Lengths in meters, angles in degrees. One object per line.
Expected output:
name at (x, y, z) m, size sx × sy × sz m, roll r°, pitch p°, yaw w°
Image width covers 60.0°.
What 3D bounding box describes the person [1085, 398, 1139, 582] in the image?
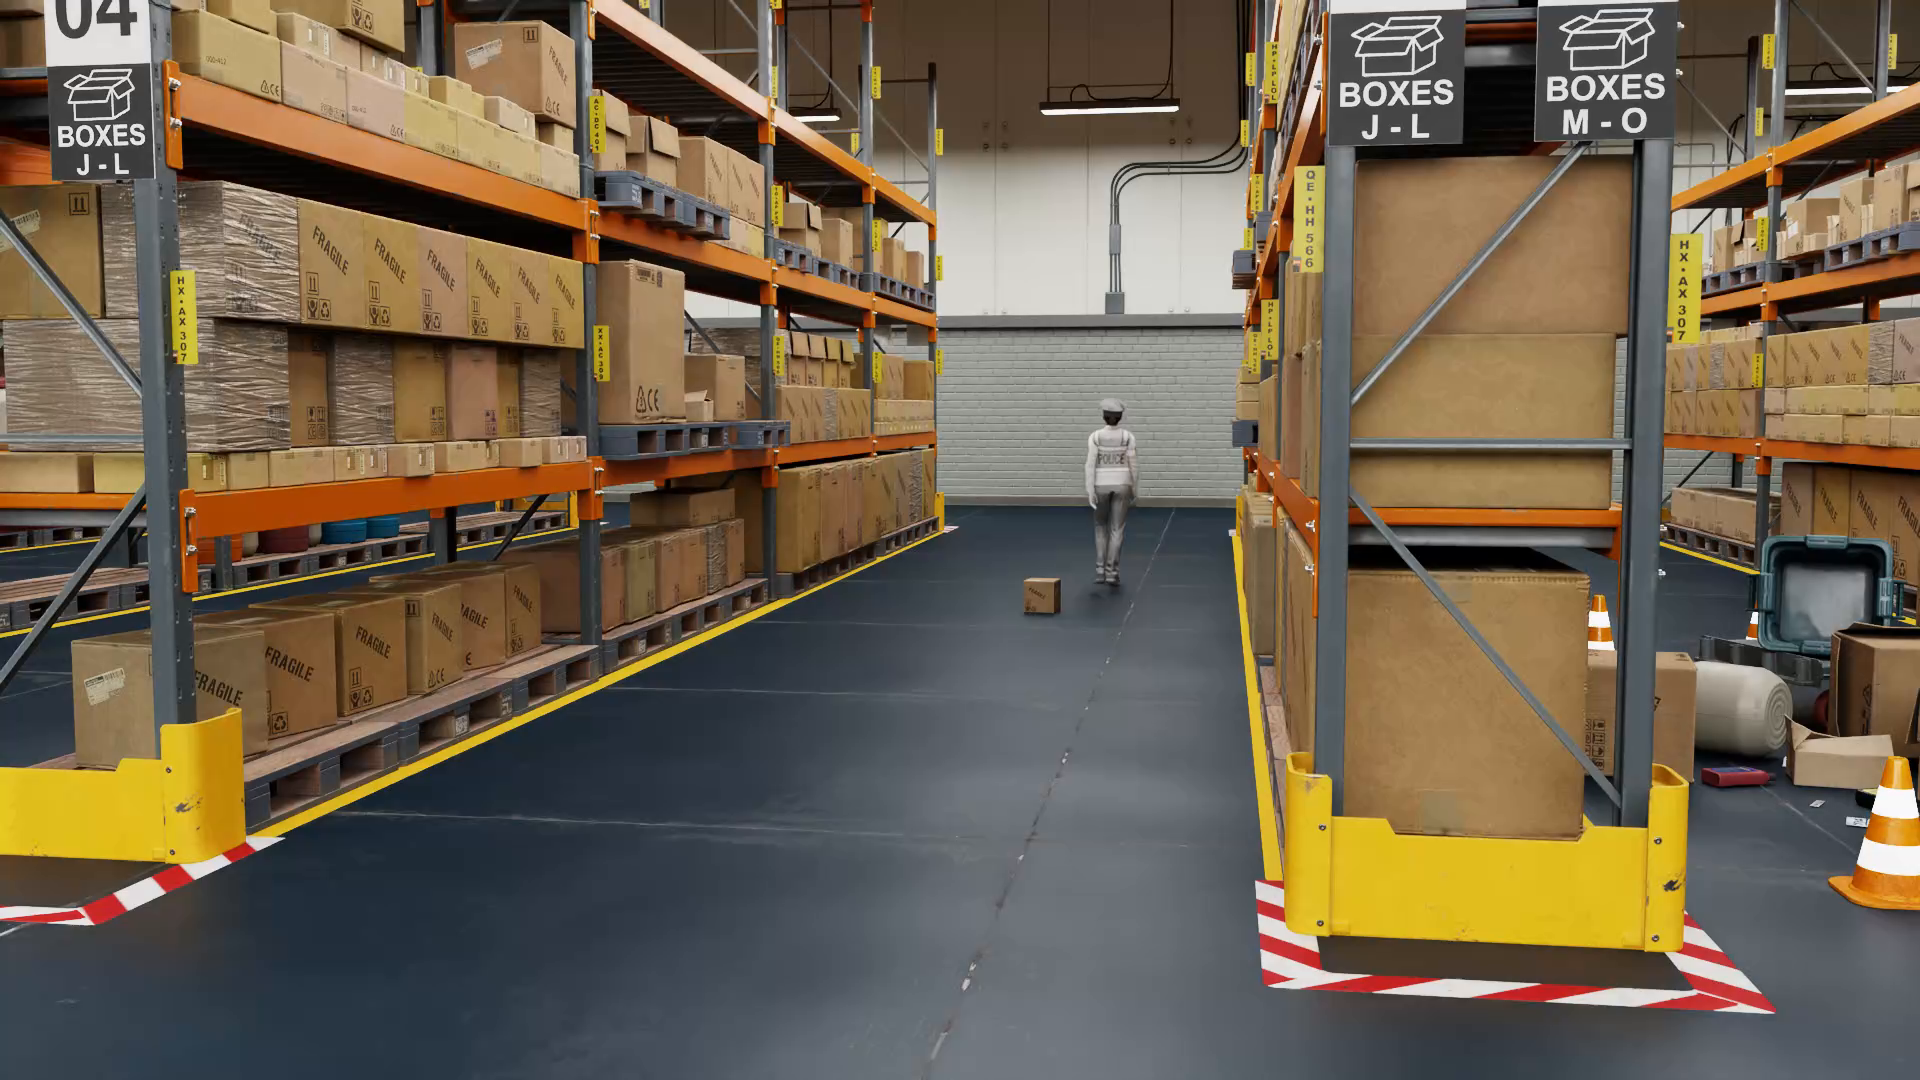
person at (1.397, -0.420, 15.218) m, size 0.479 × 1.755 × 0.637 m, roll 1°, pitch 5°, yaw 11°
